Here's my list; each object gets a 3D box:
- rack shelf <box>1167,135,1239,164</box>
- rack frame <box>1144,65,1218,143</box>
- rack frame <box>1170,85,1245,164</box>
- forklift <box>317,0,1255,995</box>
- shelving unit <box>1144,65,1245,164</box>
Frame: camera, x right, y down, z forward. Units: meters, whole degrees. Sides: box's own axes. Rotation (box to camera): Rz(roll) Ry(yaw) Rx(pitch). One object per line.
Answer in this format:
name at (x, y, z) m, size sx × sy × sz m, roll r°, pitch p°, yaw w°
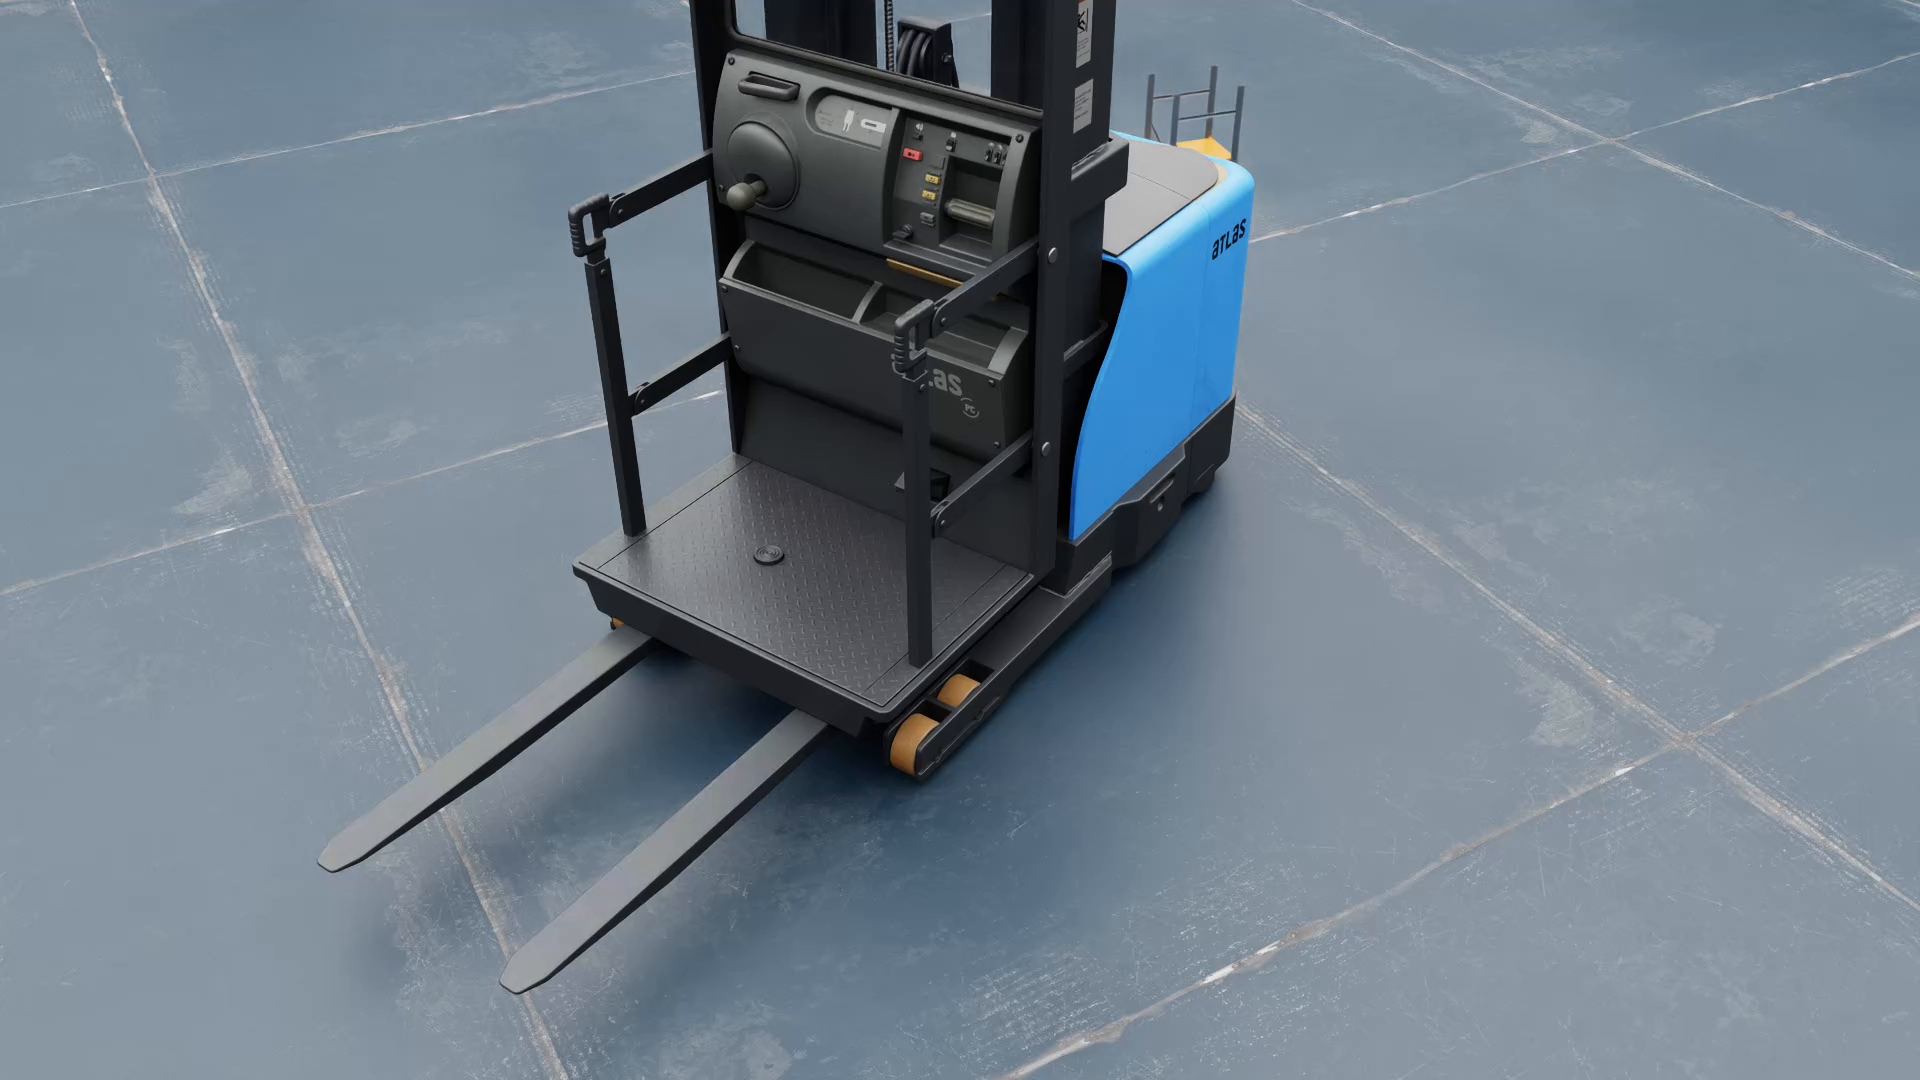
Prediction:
rack shelf at (0.735, -1.203, 5.345) m, size 0.258 × 0.103 × 0.180 m, roll -12°, pitch 38°, yaw -16°
rack frame at (0.705, -0.999, 5.601) m, size 0.240 × 1.200 × 0.006 m, roll -12°, pitch 38°, yaw -16°
rack frame at (0.766, -0.898, 5.462) m, size 0.240 × 1.200 × 0.006 m, roll -12°, pitch 38°, yaw -16°
forklift at (-0.357, -0.880, 3.970) m, size 1.130 × 2.935 × 3.031 m, roll 22°, pitch 42°, yaw 27°
shelving unit at (0.735, -0.948, 5.531) m, size 0.258 × 1.200 × 0.189 m, roll -12°, pitch 38°, yaw -16°
